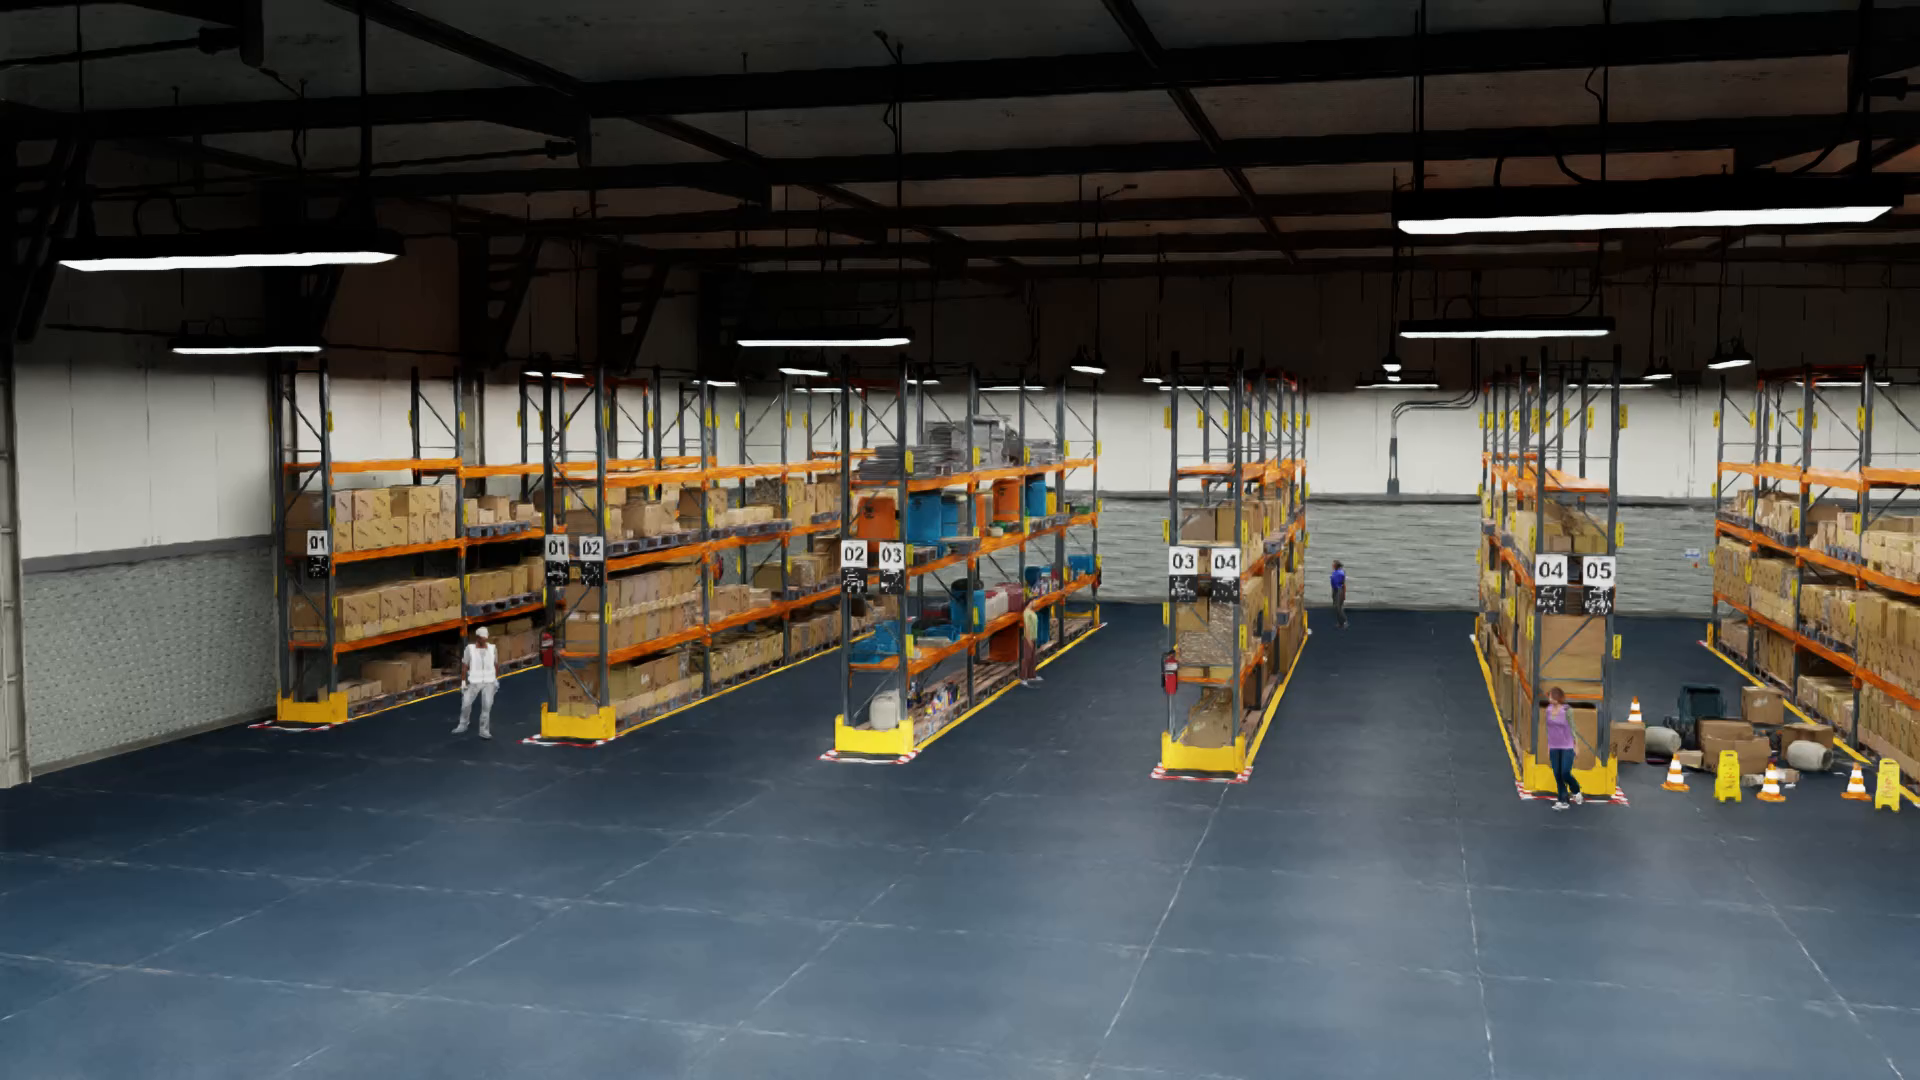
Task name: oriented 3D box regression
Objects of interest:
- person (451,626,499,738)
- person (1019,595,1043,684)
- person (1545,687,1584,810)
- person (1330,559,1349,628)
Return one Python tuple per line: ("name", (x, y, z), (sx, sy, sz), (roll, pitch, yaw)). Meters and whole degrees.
("person", (-7.631, 2.232, 26.176), (0.734, 1.772, 0.527), (-2, 4, -24))
("person", (1.334, 1.878, 31.574), (0.382, 1.677, 0.594), (1, 4, 16))
("person", (7.773, 2.671, 21.388), (0.474, 1.590, 0.474), (-3, 5, -35))
("person", (9.142, 1.293, 40.005), (0.380, 1.652, 0.574), (-1, 4, -16))
